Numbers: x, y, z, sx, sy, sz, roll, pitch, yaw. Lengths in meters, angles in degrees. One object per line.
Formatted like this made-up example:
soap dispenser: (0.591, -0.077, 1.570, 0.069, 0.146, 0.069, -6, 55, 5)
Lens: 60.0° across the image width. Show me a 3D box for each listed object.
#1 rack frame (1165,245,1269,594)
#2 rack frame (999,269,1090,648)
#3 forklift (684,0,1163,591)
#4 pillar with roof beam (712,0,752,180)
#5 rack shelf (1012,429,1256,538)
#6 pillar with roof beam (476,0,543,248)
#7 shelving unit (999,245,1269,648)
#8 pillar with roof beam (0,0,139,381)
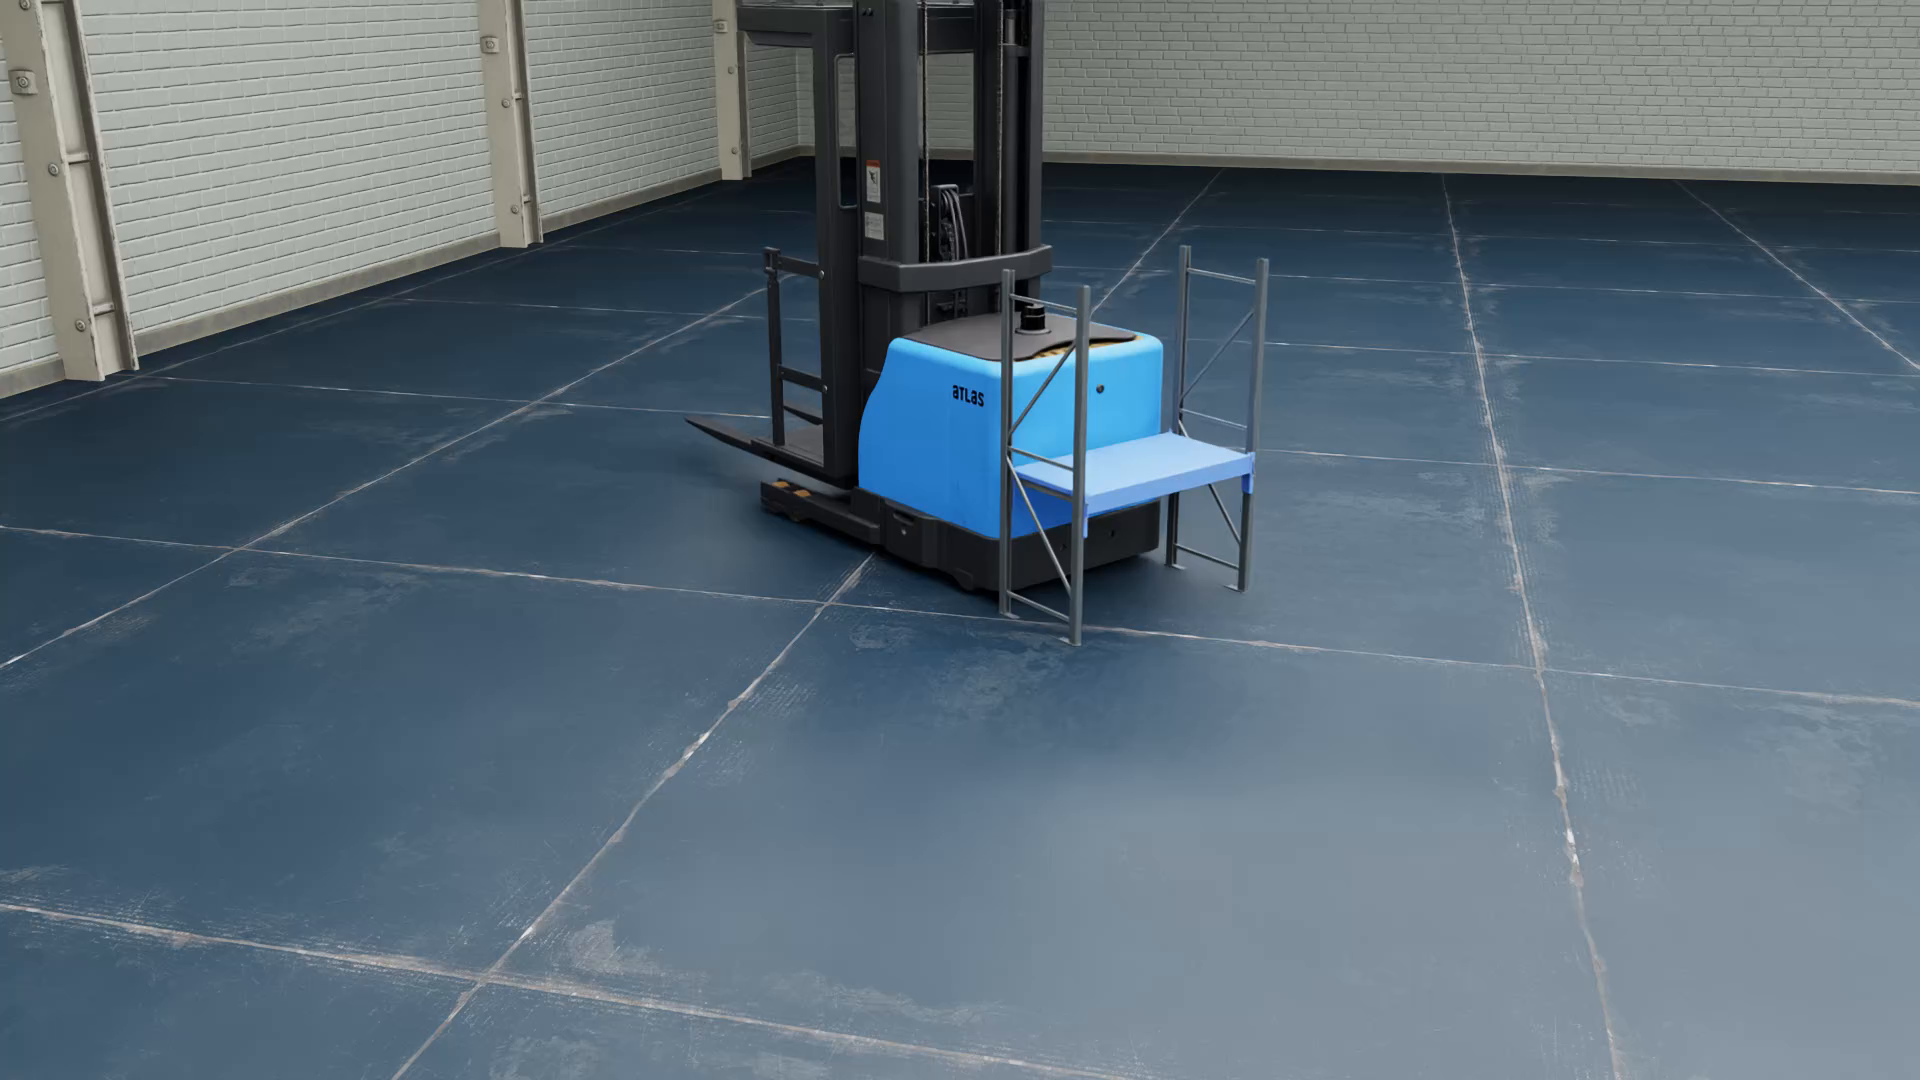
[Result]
rack frame: (1.136, -0.532, 7.423, 0.032, 1.500, 0.500, -14, 23, -36)
rack frame: (0.337, -0.328, 6.828, 0.032, 1.500, 0.500, -14, 23, -36)
forklift: (-0.373, -1.565, 8.236, 1.130, 2.935, 3.031, -15, 24, -37)
pillar with roof beam: (1.128, -8.838, 20.141, 9.100, 9.000, 0.400, 5, 19, 13)
rack shelf: (0.736, -0.260, 7.184, 1.000, 0.185, 0.538, -14, 23, -36)
pillar with roof beam: (-0.338, -6.957, 14.635, 9.100, 9.000, 0.400, 5, 19, 13)
shelving unit: (0.736, -0.430, 7.126, 1.048, 1.500, 0.538, -14, 23, -36)
pillar with roof beam: (-1.804, -5.077, 9.129, 9.100, 9.000, 0.400, 5, 19, 13)
